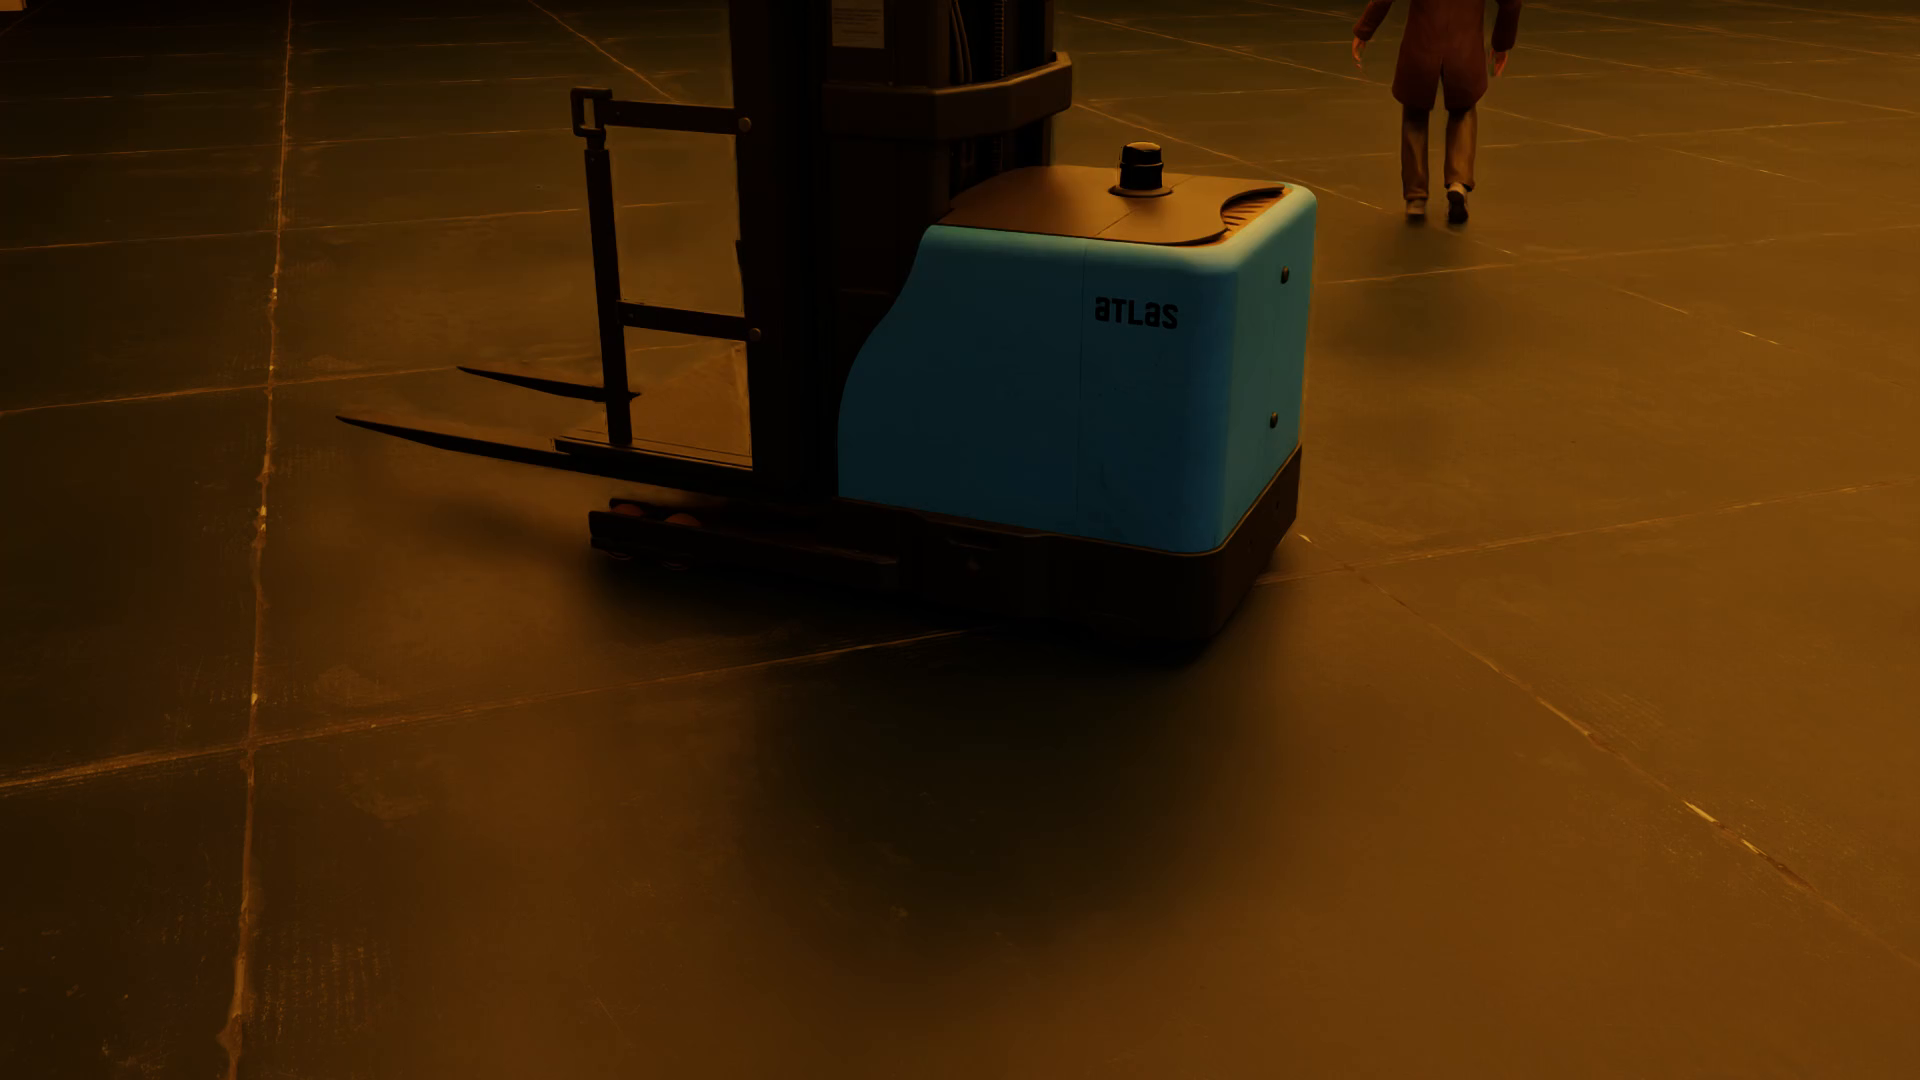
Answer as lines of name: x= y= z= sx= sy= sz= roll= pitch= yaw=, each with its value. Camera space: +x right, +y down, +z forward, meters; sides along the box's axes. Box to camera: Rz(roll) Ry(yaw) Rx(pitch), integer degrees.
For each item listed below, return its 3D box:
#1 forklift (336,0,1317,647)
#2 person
forklift: x=-0.541 y=-1.435 z=4.710 sx=3.031 sy=2.935 sz=1.130 roll=10 pitch=25 yaw=22
person: x=2.578 y=-2.617 z=9.087 sx=0.867 sy=1.779 sz=0.490 roll=5 pitch=23 yaw=12
